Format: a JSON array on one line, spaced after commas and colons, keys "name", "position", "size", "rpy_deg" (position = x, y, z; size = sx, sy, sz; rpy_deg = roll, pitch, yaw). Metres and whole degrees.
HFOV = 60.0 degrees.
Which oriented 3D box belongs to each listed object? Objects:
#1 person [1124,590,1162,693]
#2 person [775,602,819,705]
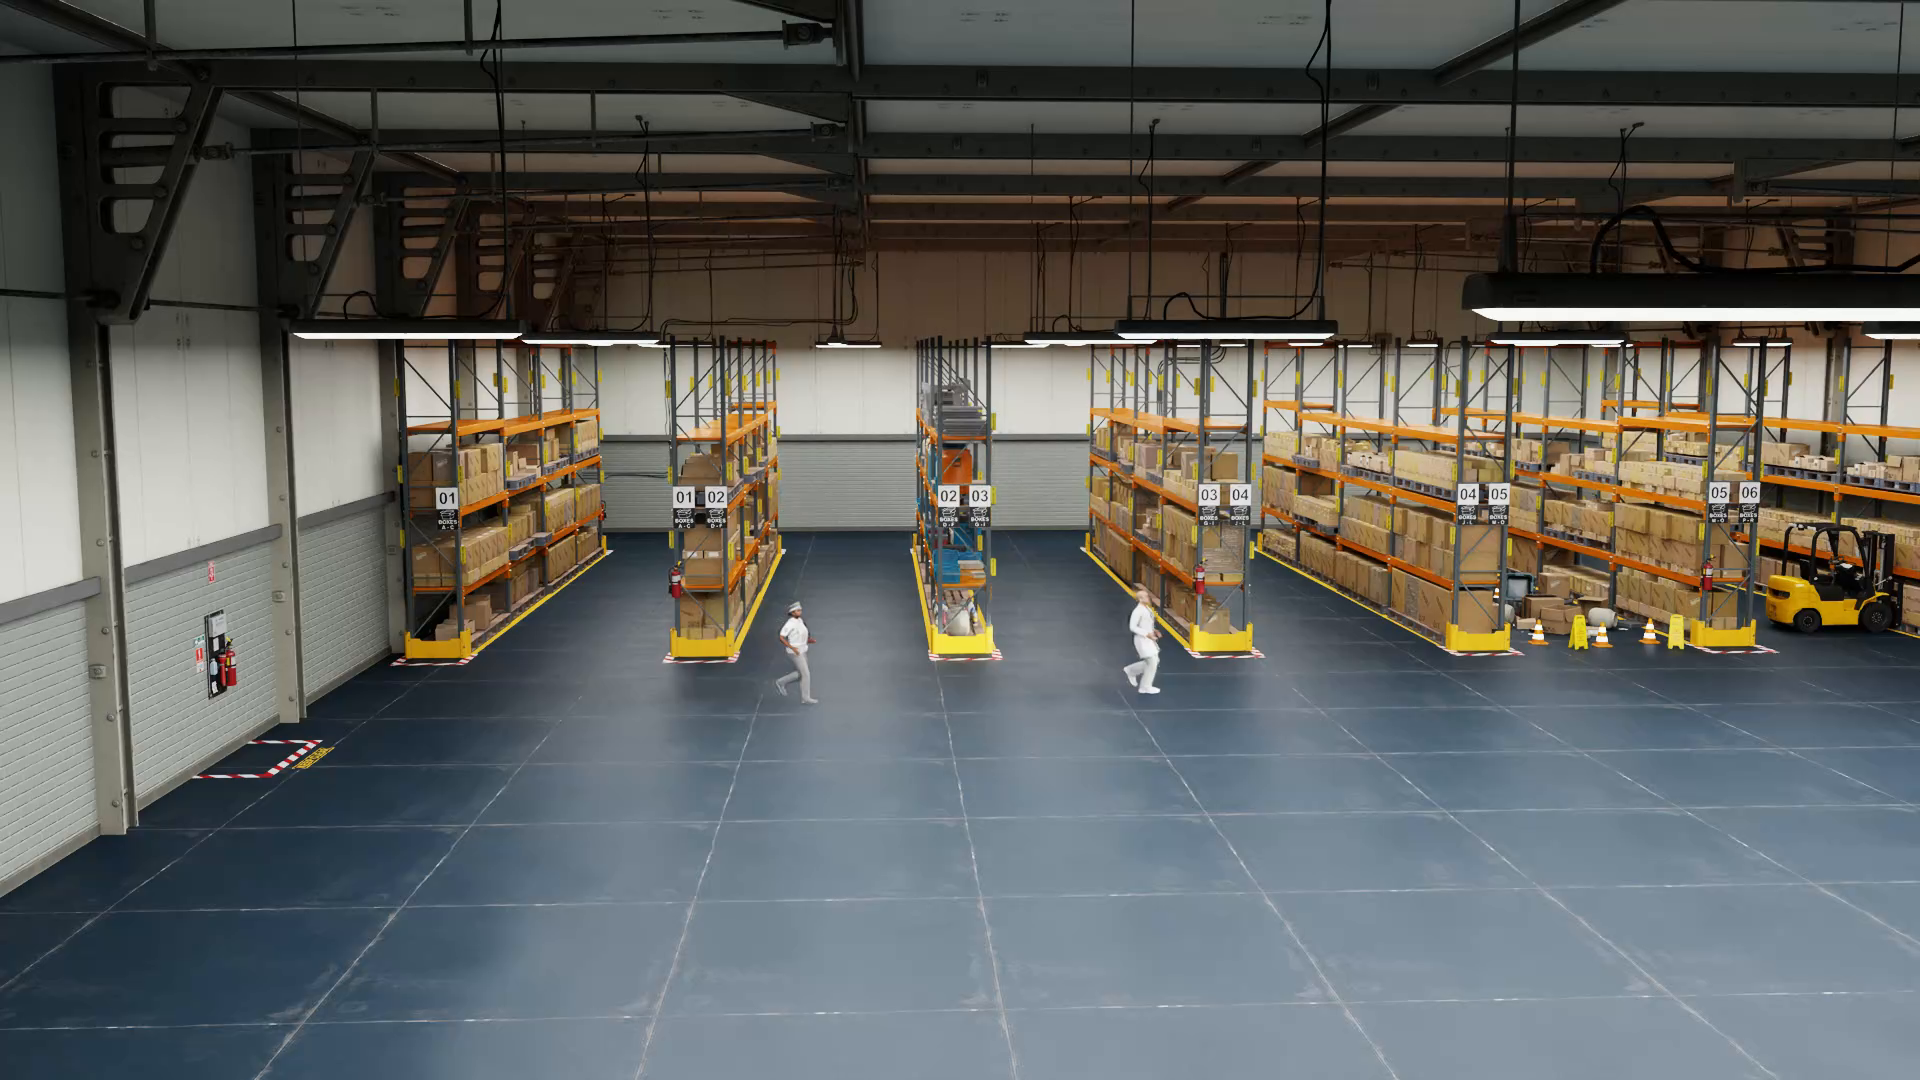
[{"name": "person", "position": [3.046, 1.700, 27.883], "size": [0.670, 1.725, 0.706], "rpy_deg": [3, 7, 24]}, {"name": "person", "position": [-2.681, 1.828, 27.048], "size": [0.806, 1.660, 0.588], "rpy_deg": [2, 7, 19]}]
